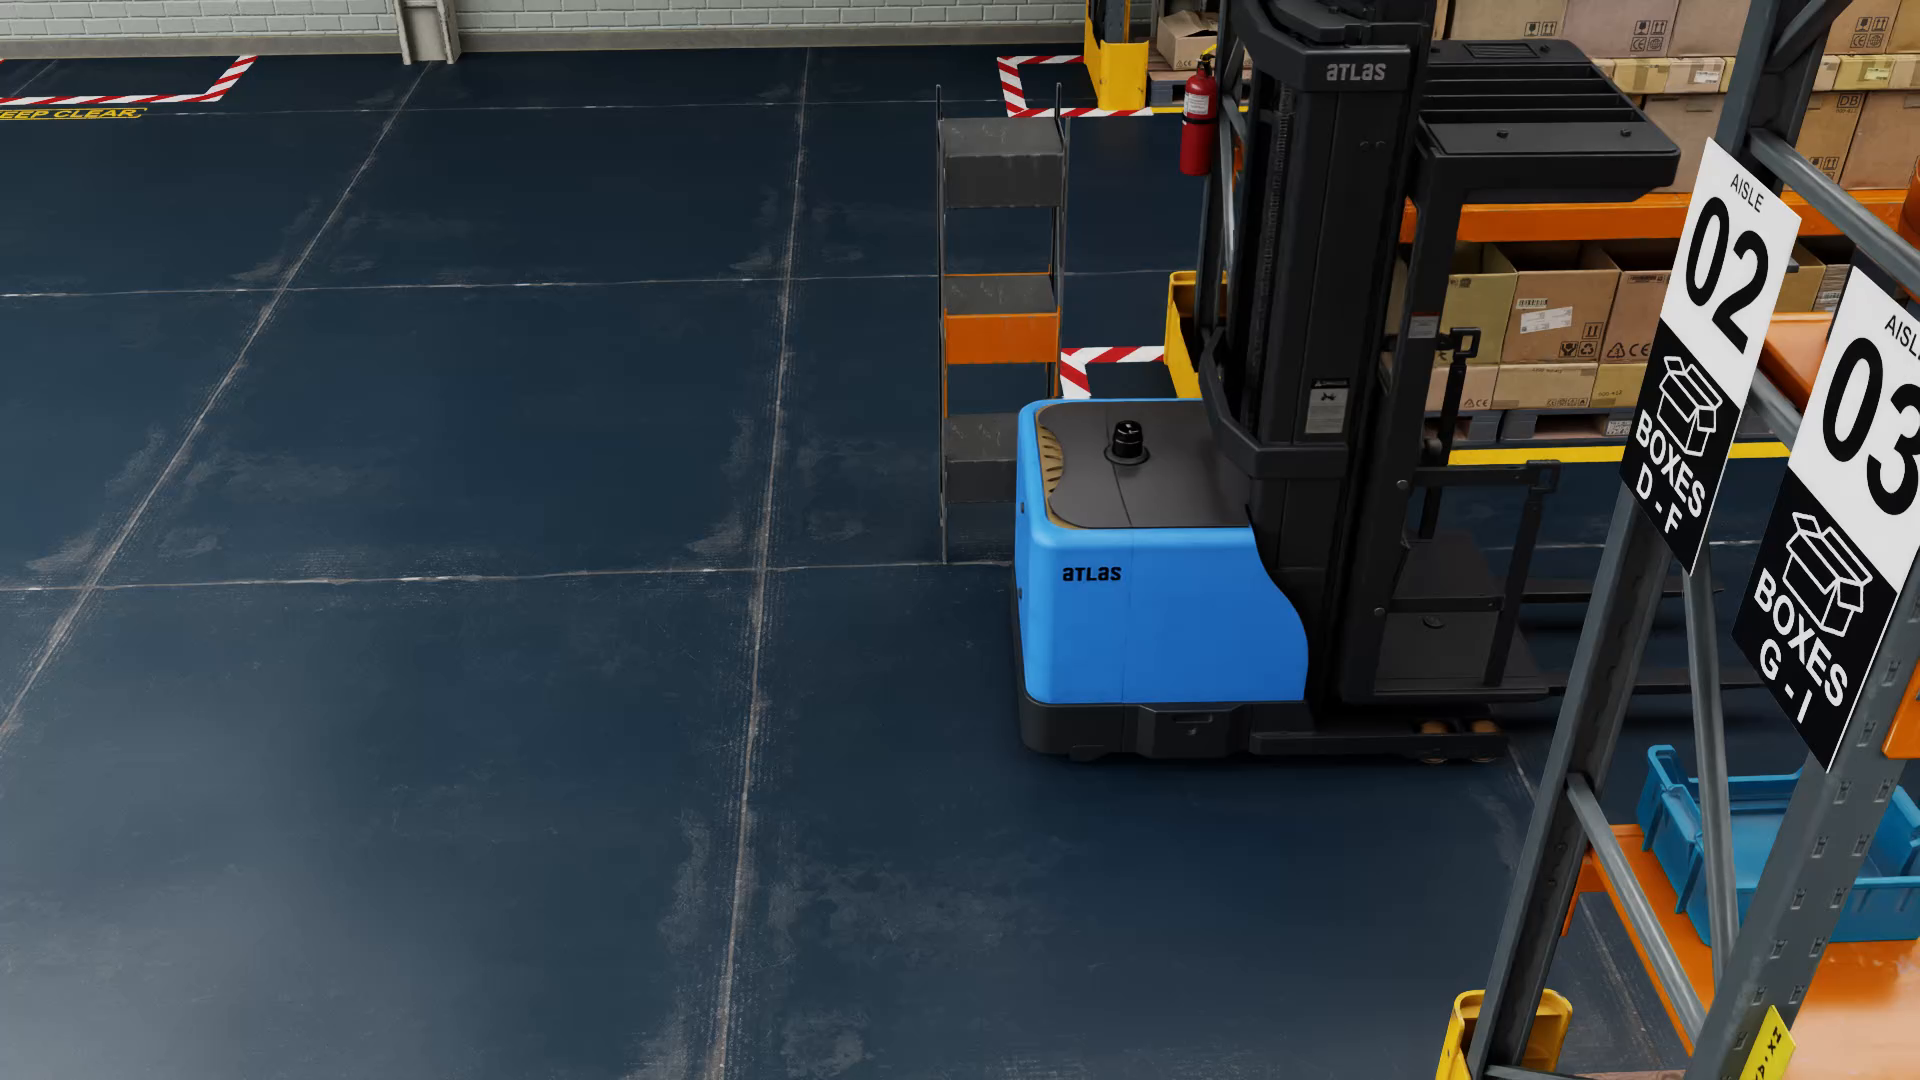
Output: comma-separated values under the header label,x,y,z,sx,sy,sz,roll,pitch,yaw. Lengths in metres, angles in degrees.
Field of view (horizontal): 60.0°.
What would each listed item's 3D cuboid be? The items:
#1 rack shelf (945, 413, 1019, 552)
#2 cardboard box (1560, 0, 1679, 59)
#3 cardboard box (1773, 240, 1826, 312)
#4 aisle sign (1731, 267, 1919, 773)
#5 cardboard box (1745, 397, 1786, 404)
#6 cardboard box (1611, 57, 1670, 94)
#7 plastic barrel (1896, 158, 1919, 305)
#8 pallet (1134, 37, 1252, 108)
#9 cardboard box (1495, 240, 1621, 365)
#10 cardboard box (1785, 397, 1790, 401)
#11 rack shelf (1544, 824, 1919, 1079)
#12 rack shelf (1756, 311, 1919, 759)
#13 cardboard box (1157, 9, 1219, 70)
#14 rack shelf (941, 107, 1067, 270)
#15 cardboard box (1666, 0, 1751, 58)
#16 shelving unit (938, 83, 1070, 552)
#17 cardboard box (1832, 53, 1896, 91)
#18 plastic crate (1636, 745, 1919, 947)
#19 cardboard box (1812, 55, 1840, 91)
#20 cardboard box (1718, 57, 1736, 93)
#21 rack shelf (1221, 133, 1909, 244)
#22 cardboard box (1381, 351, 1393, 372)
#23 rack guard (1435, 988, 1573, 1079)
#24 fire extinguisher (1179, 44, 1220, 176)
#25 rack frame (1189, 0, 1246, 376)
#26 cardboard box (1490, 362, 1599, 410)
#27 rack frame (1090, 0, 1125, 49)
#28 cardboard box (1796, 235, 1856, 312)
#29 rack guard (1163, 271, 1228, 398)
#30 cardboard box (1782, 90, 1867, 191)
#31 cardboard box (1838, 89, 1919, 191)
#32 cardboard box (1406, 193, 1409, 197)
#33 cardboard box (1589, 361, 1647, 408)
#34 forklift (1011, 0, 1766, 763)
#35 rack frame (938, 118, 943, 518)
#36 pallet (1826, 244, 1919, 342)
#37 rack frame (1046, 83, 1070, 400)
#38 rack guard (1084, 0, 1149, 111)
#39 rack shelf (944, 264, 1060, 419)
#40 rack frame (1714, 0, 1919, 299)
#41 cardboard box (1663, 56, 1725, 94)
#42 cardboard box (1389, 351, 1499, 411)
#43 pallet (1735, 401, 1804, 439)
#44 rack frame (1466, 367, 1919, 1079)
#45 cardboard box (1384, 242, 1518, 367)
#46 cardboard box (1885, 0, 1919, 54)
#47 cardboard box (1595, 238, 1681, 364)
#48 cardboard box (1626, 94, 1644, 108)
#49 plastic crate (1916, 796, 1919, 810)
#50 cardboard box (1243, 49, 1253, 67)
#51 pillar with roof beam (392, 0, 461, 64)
label,x,y,z,sx,sy,sz,roll,pitch,yaw
rack shelf,0.165,-0.281,7.565,0.480,0.518,0.431,-2,35,-2
cardboard box,2.894,-2.553,7.576,0.500,0.500,0.700,-1,35,-2
cardboard box,3.889,-1.240,8.294,0.500,0.500,0.500,-2,35,-2
aisle sign,1.518,-0.026,2.867,0.004,0.787,0.394,-2,35,-2
cardboard box,3.890,-0.924,8.497,0.500,0.250,0.500,-2,35,-2
cardboard box,3.034,-2.173,7.596,0.250,0.149,0.380,-2,35,-3
plastic barrel,2.056,-0.793,2.878,0.708,0.830,0.600,-2,35,-2
pallet,1.996,-3.614,12.786,1.213,0.211,1.003,-2,35,-2
cardboard box,2.890,-1.215,8.257,0.500,0.500,0.500,-2,35,-2
cardboard box,4.388,-0.946,8.528,0.500,0.250,0.500,-2,35,-2
rack shelf,3.574,1.117,4.133,4.000,0.370,1.077,-2,35,-2
rack shelf,3.574,-0.117,3.279,4.000,0.370,1.077,-2,35,-2
cardboard box,1.803,-3.799,12.580,0.500,0.311,0.500,-5,35,-8
rack shelf,0.165,-1.432,6.768,0.480,0.518,0.431,-2,35,-2
cardboard box,3.394,-2.567,7.596,0.500,0.500,0.700,-2,35,-2
shelving unit,0.168,-0.868,7.159,0.499,2.100,0.431,-2,35,-2
cardboard box,4.063,-2.201,7.637,0.250,0.149,0.380,-2,35,-2
plastic crate,2.062,0.752,4.158,0.616,0.251,0.499,-2,35,-2
cardboard box,3.811,-2.194,7.627,0.250,0.149,0.380,-1,35,-1
cardboard box,3.546,-2.185,7.614,0.250,0.149,0.380,0,35,-1
rack shelf,3.343,-1.699,8.201,4.000,0.370,1.077,-2,35,-2
cardboard box,1.892,-0.871,8.420,0.500,0.250,0.500,-2,35,-2
rack guard,1.650,1.874,4.603,0.348,0.500,1.175,-2,35,-2
fire extinguisher,1.205,-2.170,8.318,0.183,0.674,0.296,-2,35,-2
rack frame,1.346,-1.941,7.919,0.127,3.000,1.000,-2,35,-2
cardboard box,2.890,-0.900,8.461,0.500,0.250,0.500,-2,35,-2
rack frame,1.107,-4.757,11.987,0.127,3.000,1.000,-2,35,-2
cardboard box,4.388,-1.255,8.316,0.500,0.500,0.500,-2,35,-2
rack guard,1.322,-0.912,8.629,0.348,0.500,1.175,-2,35,-2
cardboard box,3.870,-2.045,7.981,0.500,0.500,0.700,-1,35,-2
cardboard box,4.372,-2.056,7.998,0.500,0.500,0.700,-2,35,-3
cardboard box,4.548,-1.777,8.332,4.930,1.340,1.023,-1,35,-1
cardboard box,3.390,-0.910,8.477,0.500,0.250,0.500,-2,35,-2
forklift,1.605,-0.820,6.359,3.295,2.935,1.782,-1,35,-1
rack frame,-0.078,-0.861,7.148,0.006,1.831,0.380,-2,35,-2
pallet,2.407,-0.248,3.002,1.213,0.211,1.003,-2,35,-2
rack frame,0.409,-0.874,7.168,0.015,2.100,0.400,-2,35,-2
rack guard,1.183,-3.731,12.702,0.348,0.500,1.175,-2,35,-2
rack shelf,0.165,-0.857,7.167,0.480,0.518,0.431,-2,35,-2
rack frame,1.576,-1.592,2.143,0.127,3.000,1.000,-2,35,-2
cardboard box,3.283,-2.178,7.603,0.250,0.149,0.380,-1,35,-2
cardboard box,2.391,-0.886,8.442,0.500,0.250,0.500,-2,35,-2
pallet,4.545,-0.904,8.871,1.213,0.211,1.003,-2,35,-2
rack frame,1.576,0.875,3.850,0.127,3.000,1.000,-2,35,-2
cardboard box,2.391,-1.194,8.227,0.500,0.500,0.500,-2,35,-2
cardboard box,4.393,-2.593,7.633,0.500,0.500,0.700,-2,35,-2
cardboard box,3.390,-1.218,8.263,0.500,0.500,0.500,-2,35,-2
cardboard box,2.833,-2.014,7.937,0.500,0.500,0.700,-1,35,-2
plastic crate,2.711,0.738,4.178,0.408,0.251,0.499,-2,35,-2
cardboard box,2.372,-3.815,12.602,0.500,0.311,0.500,1,35,2
pillar with roof beam,-4.024,-5.125,7.248,0.400,9.000,9.100,-2,35,-2
